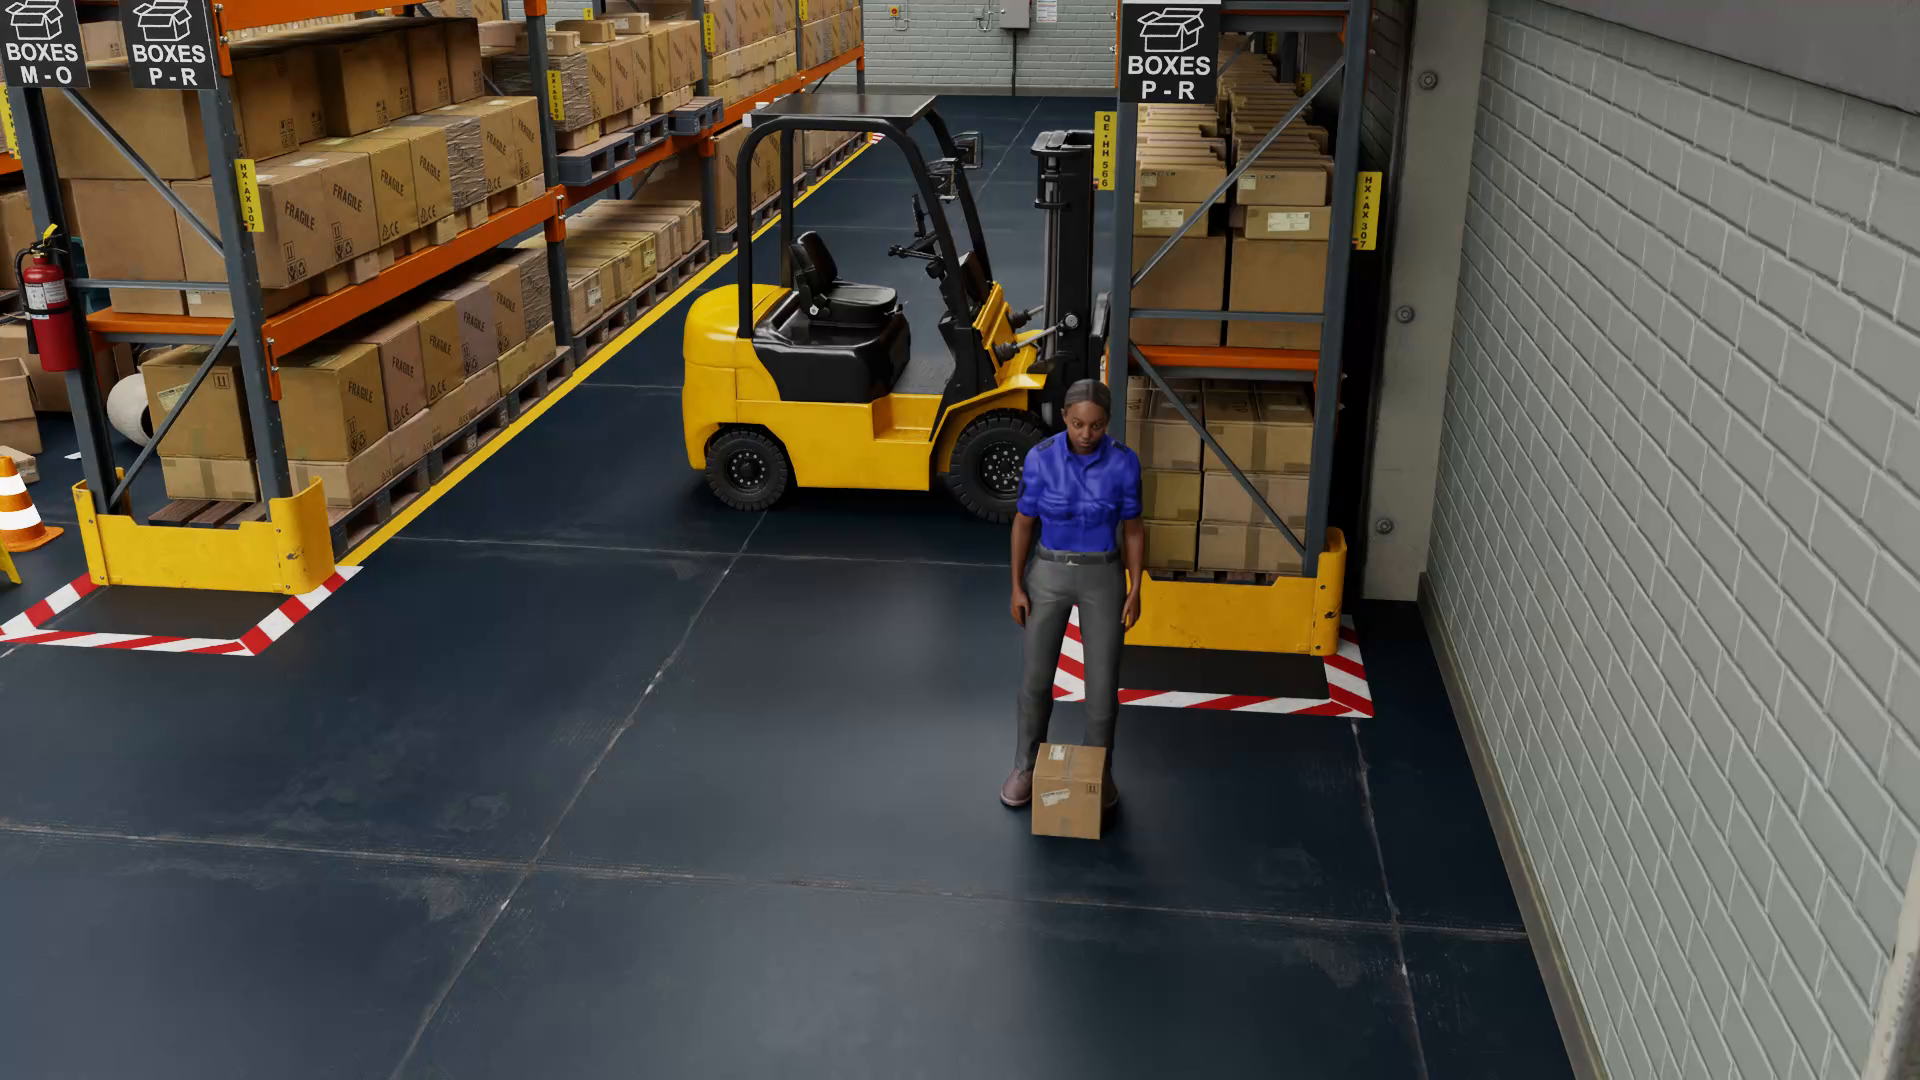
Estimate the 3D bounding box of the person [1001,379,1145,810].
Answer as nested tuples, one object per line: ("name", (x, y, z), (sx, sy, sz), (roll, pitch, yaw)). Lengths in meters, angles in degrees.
("person", (0.418, 0.188, 6.111), (0.512, 1.653, 0.348), (2, 21, 4))
